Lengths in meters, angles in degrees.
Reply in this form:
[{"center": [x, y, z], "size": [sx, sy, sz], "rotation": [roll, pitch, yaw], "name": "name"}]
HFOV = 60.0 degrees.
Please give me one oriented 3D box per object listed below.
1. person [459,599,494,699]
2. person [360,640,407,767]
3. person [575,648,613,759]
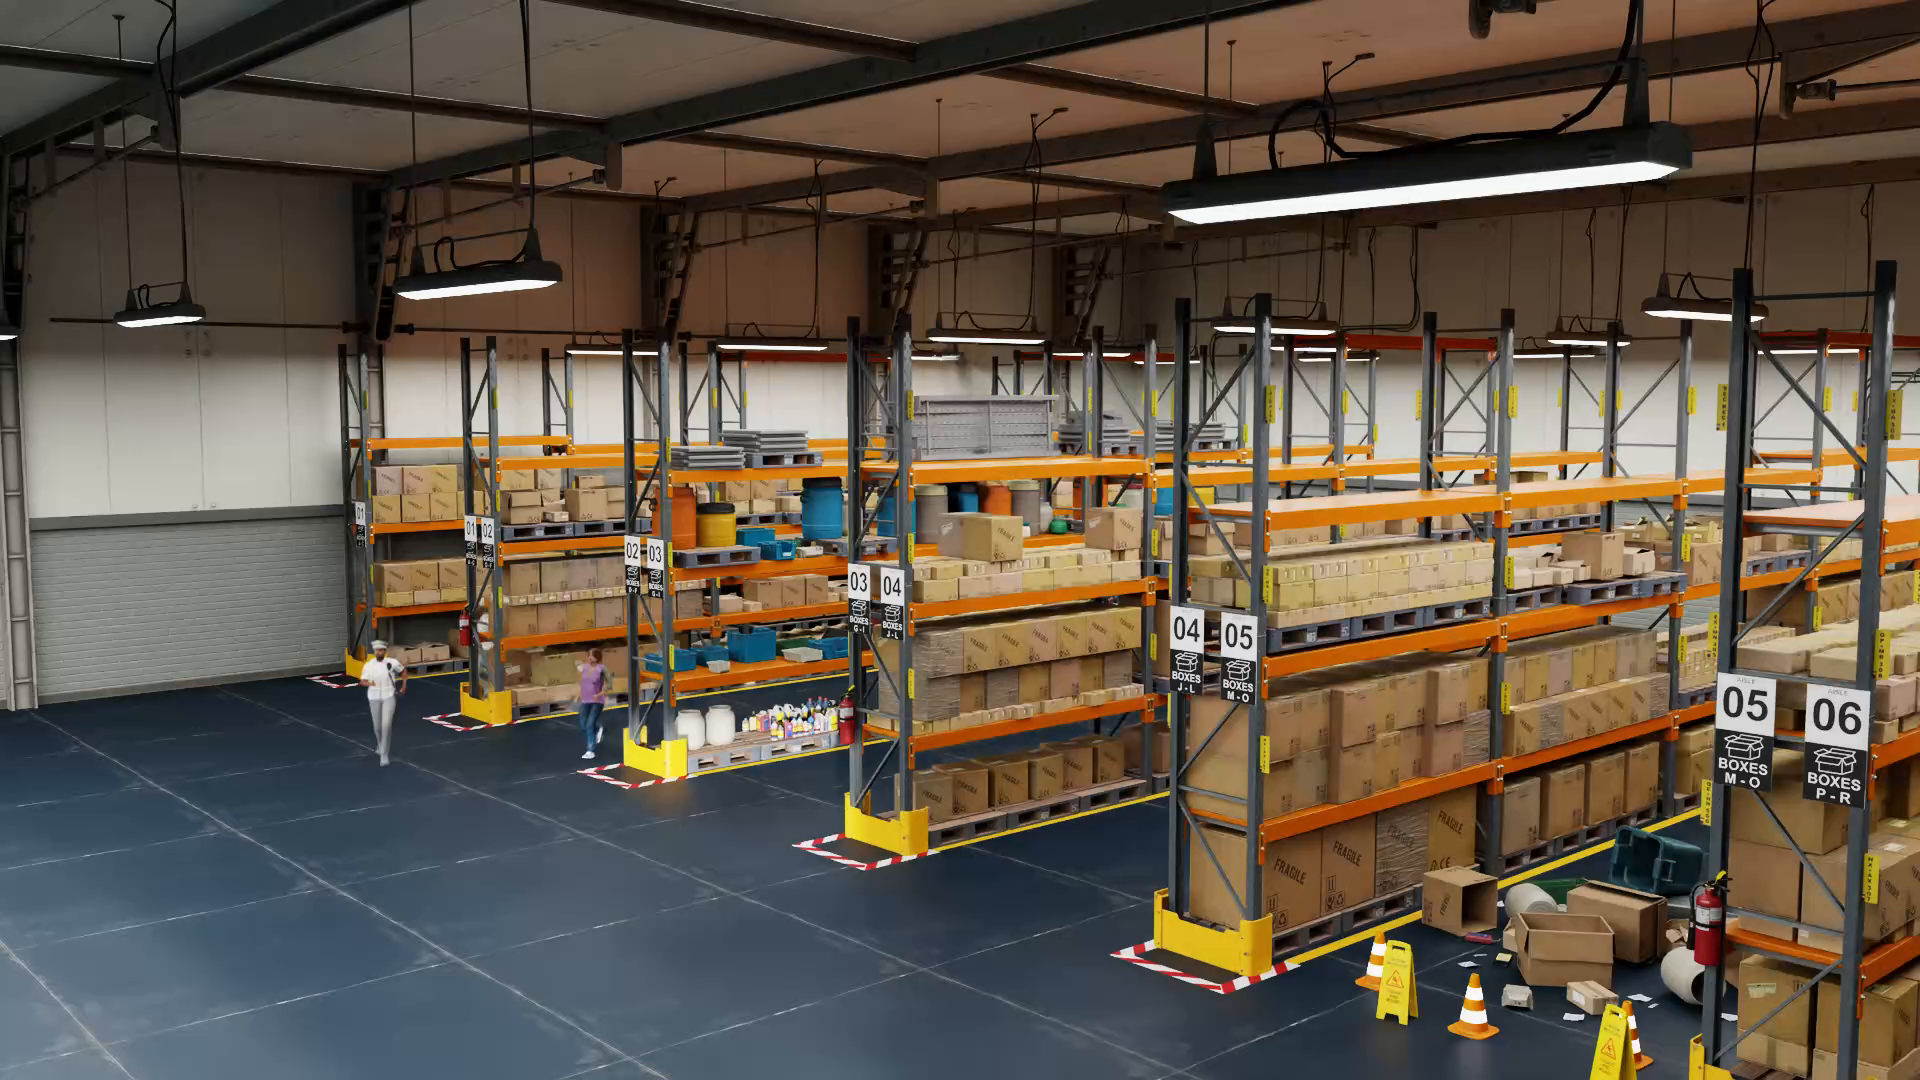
[{"center": [-8.033, 1.826, 27.776], "size": [0.698, 1.719, 0.575], "rotation": [3, 6, 34], "name": "person"}, {"center": [-8.072, 2.244, 23.251], "size": [0.584, 1.692, 0.935], "rotation": [-1, 5, -8], "name": "person"}, {"center": [-5.167, 2.291, 23.496], "size": [0.521, 1.545, 0.597], "rotation": [2, 5, 20], "name": "person"}]
